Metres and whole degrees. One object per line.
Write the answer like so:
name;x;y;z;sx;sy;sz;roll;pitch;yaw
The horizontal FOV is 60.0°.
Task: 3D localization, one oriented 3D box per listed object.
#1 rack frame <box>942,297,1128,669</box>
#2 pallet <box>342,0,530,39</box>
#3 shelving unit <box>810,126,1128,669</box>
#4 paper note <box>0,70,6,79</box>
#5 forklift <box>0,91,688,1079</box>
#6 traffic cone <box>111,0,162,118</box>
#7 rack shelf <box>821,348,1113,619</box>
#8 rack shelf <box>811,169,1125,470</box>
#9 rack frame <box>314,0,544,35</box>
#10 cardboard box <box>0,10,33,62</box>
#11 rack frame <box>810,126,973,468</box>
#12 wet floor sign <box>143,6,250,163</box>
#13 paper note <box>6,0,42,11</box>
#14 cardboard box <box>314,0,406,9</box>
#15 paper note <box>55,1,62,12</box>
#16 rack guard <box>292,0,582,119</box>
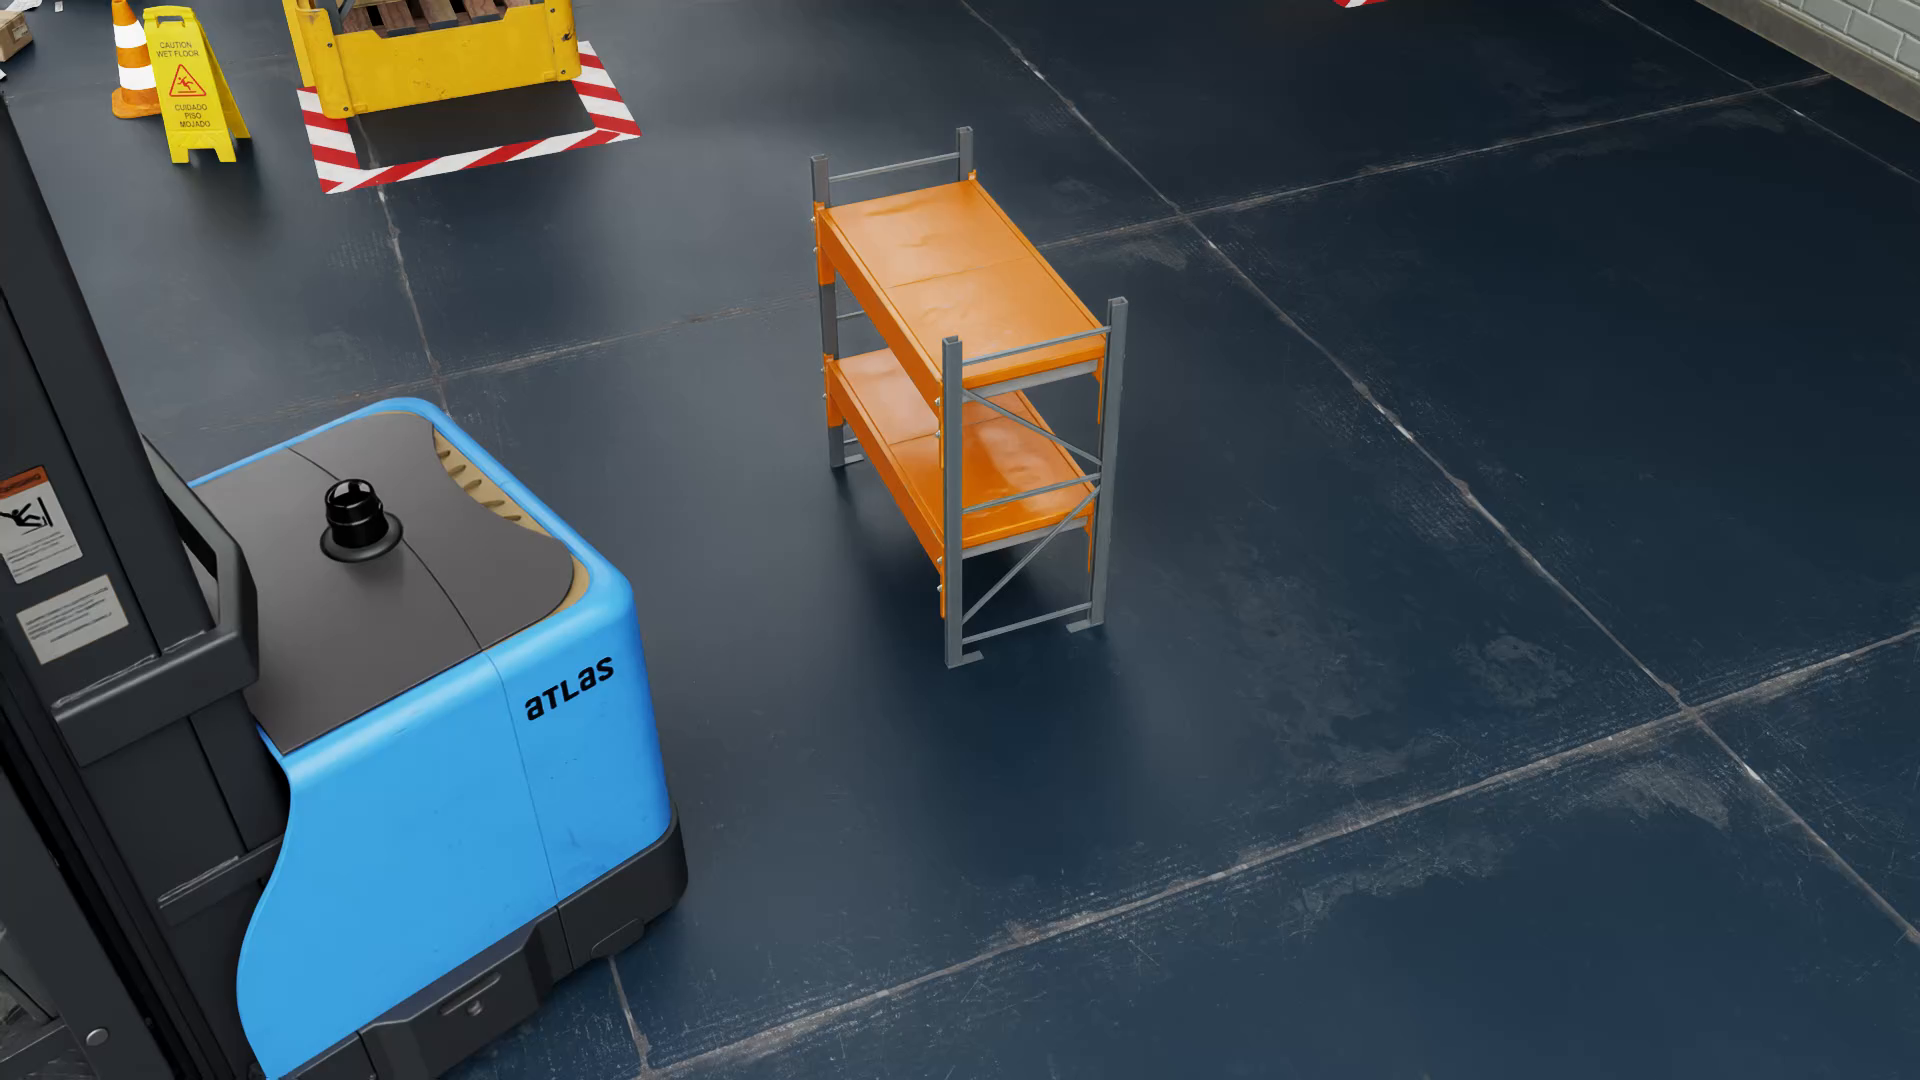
rack frame;0.192;-0.124;4.532;0.500;1.125;0.032;-15;43;-17
pallet;-2.637;-2.699;8.226;1.003;0.211;1.213;-15;43;-17
shelving unit;-0.003;-0.431;4.888;0.538;1.125;1.048;-15;43;-17
paper note;-4.530;-2.159;7.737;0.148;0.019;0.142;-31;49;-31
forklift;-2.113;0.205;2.764;3.031;2.935;1.130;-30;49;-30
traffic cone;-3.686;-2.187;7.439;0.336;0.463;0.334;-15;43;-17
rack shelf;-0.003;-0.245;5.047;0.538;0.278;1.000;-15;43;-17
rack shelf;-0.003;-0.652;4.697;0.538;0.278;1.000;-15;43;-17
rack frame;-2.329;-3.212;6.685;1.000;3.000;0.127;-15;43;-17
cardboard box;-4.697;-2.416;7.946;0.380;0.149;0.250;5;41;6
rack frame;-0.197;-0.737;5.244;0.500;1.125;0.032;-15;43;-17
wet floor sign;-3.245;-1.938;7.009;0.267;0.644;0.232;-2;41;-2
paper note;-4.717;-2.704;8.380;0.148;0.019;0.142;-2;41;-2
cardboard box;-2.896;-2.763;7.949;0.500;0.250;0.500;-15;43;-17
paper note;-4.532;-2.683;8.363;0.032;0.001;0.123;-15;43;-17
rack guard;-2.358;-2.310;7.553;1.175;0.500;0.348;-15;43;-17
